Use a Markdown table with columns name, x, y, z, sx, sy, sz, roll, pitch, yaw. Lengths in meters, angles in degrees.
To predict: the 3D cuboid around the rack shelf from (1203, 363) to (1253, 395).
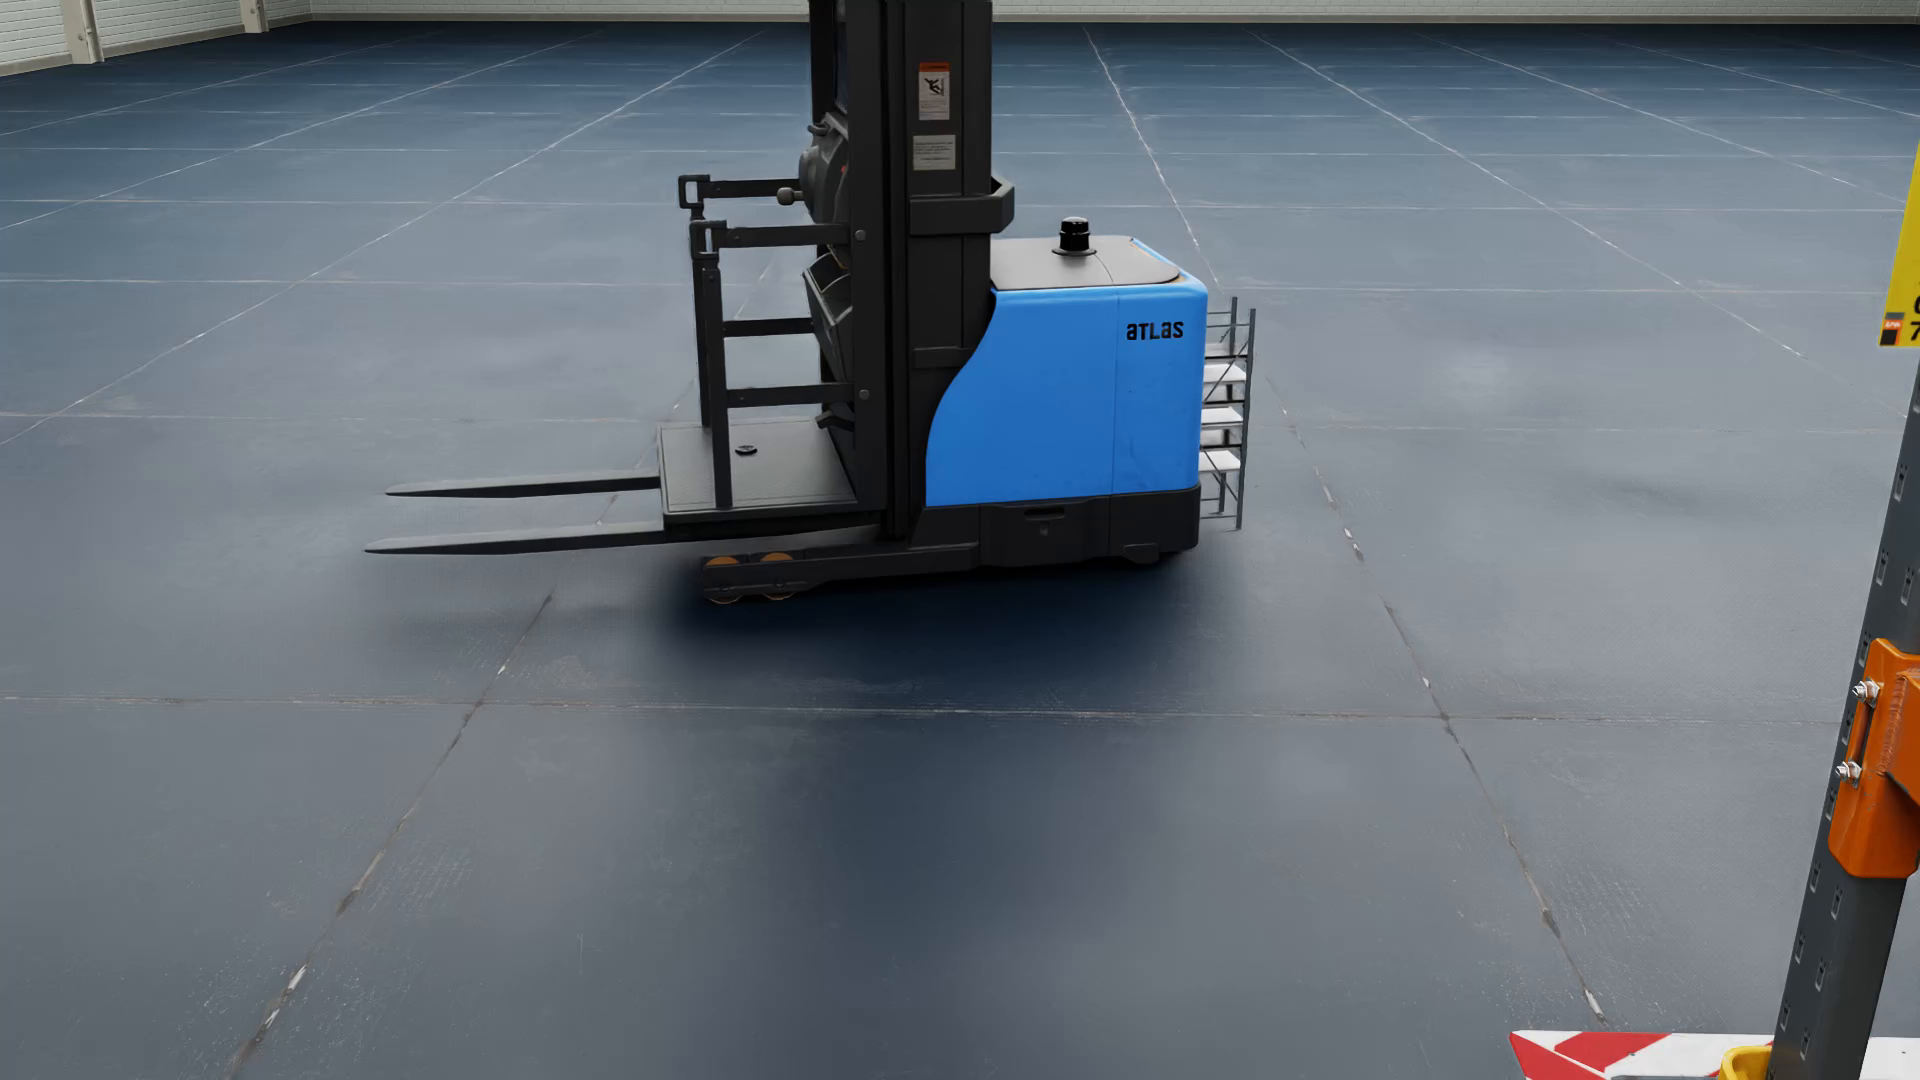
| name | x | y | z | sx | sy | sz | roll | pitch | yaw |
| --- | --- | --- | --- | --- | --- | --- | --- | --- | --- |
| rack shelf | 0.984 | -0.623 | 6.485 | 0.258 | 0.077 | 0.200 | -4 | 22 | -10 |

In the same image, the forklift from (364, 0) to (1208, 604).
| name | x | y | z | sx | sy | sz | roll | pitch | yaw |
| --- | --- | --- | --- | --- | --- | --- | --- | --- | --- |
| forklift | -0.664 | -1.345 | 5.944 | 3.031 | 2.935 | 1.130 | -4 | 22 | -10 |

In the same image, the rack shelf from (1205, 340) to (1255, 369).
| name | x | y | z | sx | sy | sz | roll | pitch | yaw |
| --- | --- | --- | --- | --- | --- | --- | --- | --- | --- |
| rack shelf | 0.984 | -0.707 | 6.452 | 0.258 | 0.077 | 0.200 | -4 | 22 | -10 |

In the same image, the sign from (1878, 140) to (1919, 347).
| name | x | y | z | sx | sy | sz | roll | pitch | yaw |
| --- | --- | --- | --- | --- | --- | --- | --- | --- | --- |
| sign | 1.341 | -0.424 | 2.278 | 0.100 | 0.325 | 0.005 | 1 | 21 | 2 |

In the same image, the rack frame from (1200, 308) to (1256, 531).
| name | x | y | z | sx | sy | sz | roll | pitch | yaw |
| --- | --- | --- | --- | --- | --- | --- | --- | --- | --- |
| rack frame | 1.003 | -0.450 | 6.445 | 0.240 | 0.900 | 0.006 | -4 | 22 | -10 |

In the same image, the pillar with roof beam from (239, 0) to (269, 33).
| name | x | y | z | sx | sy | sz | roll | pitch | yaw |
| --- | --- | --- | --- | --- | --- | --- | --- | --- | --- |
| pillar with roof beam | -8.690 | -13.531 | 28.962 | 9.100 | 9.000 | 0.400 | 1 | 21 | 2 |

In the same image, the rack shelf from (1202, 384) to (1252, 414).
| name | x | y | z | sx | sy | sz | roll | pitch | yaw |
| --- | --- | --- | --- | --- | --- | --- | --- | --- | --- |
| rack shelf | 0.984 | -0.539 | 6.517 | 0.258 | 0.077 | 0.200 | -4 | 22 | -10 |

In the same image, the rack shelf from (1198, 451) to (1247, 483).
| name | x | y | z | sx | sy | sz | roll | pitch | yaw |
| --- | --- | --- | --- | --- | --- | --- | --- | --- | --- |
| rack shelf | 0.983 | -0.288 | 6.615 | 0.258 | 0.077 | 0.200 | -4 | 22 | -10 |

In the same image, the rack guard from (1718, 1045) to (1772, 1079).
| name | x | y | z | sx | sy | sz | roll | pitch | yaw |
| --- | --- | --- | --- | --- | --- | --- | --- | --- | --- |
| rack guard | 1.881 | 1.179 | 2.800 | 1.175 | 0.500 | 0.348 | 1 | 21 | 2 |

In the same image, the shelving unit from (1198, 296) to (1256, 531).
| name | x | y | z | sx | sy | sz | roll | pitch | yaw |
| --- | --- | --- | --- | --- | --- | --- | --- | --- | --- |
| shelving unit | 0.983 | -0.487 | 6.538 | 0.258 | 0.900 | 0.210 | -4 | 22 | -10 |

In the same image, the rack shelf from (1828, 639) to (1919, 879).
| name | x | y | z | sx | sy | sz | roll | pitch | yaw |
| --- | --- | --- | --- | --- | --- | --- | --- | --- | --- |
| rack shelf | 1.822 | 1.044 | 0.685 | 1.077 | 0.370 | 4.000 | 1 | 21 | 2 |

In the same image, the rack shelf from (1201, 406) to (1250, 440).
| name | x | y | z | sx | sy | sz | roll | pitch | yaw |
| --- | --- | --- | --- | --- | --- | --- | --- | --- | --- |
| rack shelf | 0.983 | -0.455 | 6.550 | 0.258 | 0.077 | 0.200 | -4 | 22 | -10 |

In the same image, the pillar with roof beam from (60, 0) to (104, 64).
| name | x | y | z | sx | sy | sz | roll | pitch | yaw |
| --- | --- | --- | --- | --- | --- | --- | --- | --- | --- |
| pillar with roof beam | -8.873 | -11.362 | 23.371 | 9.100 | 9.000 | 0.400 | 1 | 21 | 2 |

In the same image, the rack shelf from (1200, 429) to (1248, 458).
| name | x | y | z | sx | sy | sz | roll | pitch | yaw |
| --- | --- | --- | --- | --- | --- | --- | --- | --- | --- |
| rack shelf | 0.983 | -0.372 | 6.582 | 0.258 | 0.077 | 0.200 | -4 | 22 | -10 |

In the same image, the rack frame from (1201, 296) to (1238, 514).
| name | x | y | z | sx | sy | sz | roll | pitch | yaw |
| --- | --- | --- | --- | --- | --- | --- | --- | --- | --- |
| rack frame | 0.964 | -0.523 | 6.631 | 0.240 | 0.900 | 0.006 | -4 | 22 | -10 |
